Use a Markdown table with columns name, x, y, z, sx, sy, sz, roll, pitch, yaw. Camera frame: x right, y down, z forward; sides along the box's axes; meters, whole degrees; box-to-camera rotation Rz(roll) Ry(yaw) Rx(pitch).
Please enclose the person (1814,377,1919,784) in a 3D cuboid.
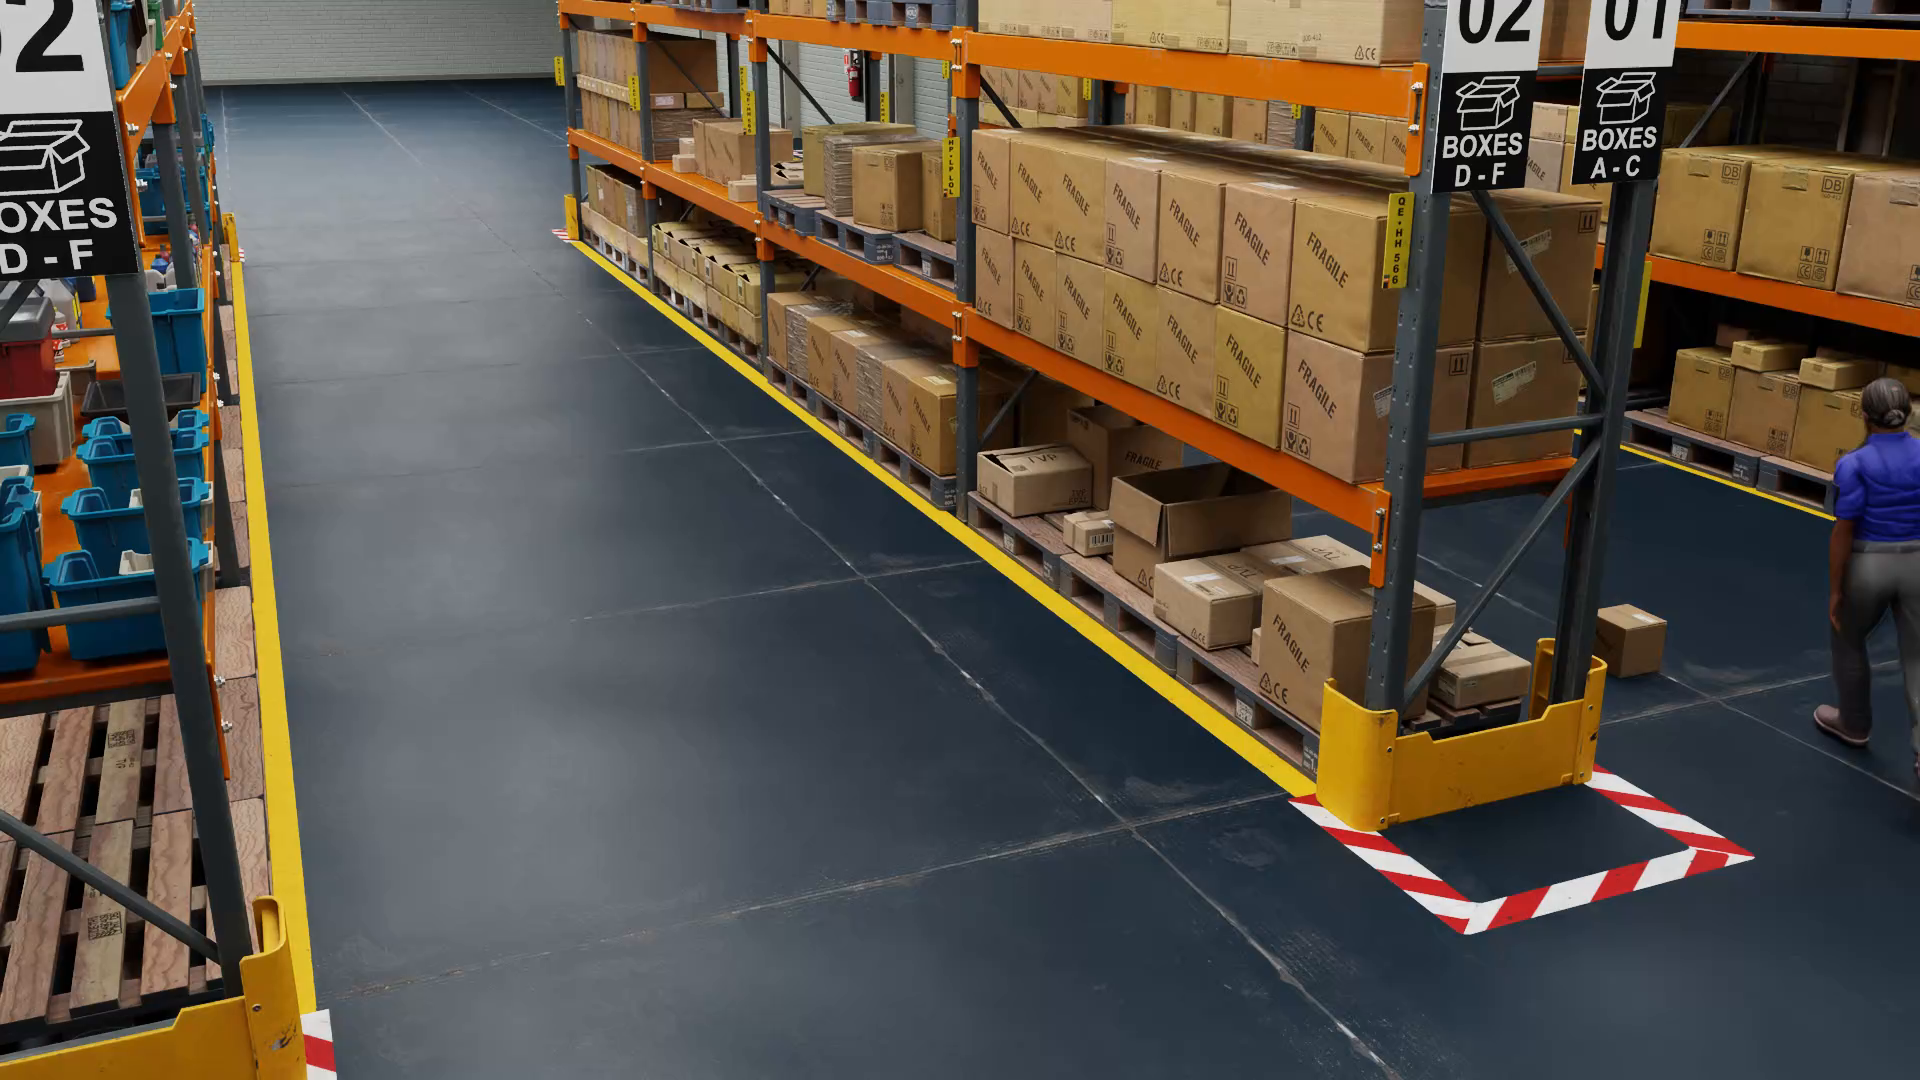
| name | x | y | z | sx | sy | sz | roll | pitch | yaw |
| --- | --- | --- | --- | --- | --- | --- | --- | --- | --- |
| person | 3.707 | 0.167 | 6.605 | 0.541 | 1.602 | 0.922 | 2 | 19 | 7 |
